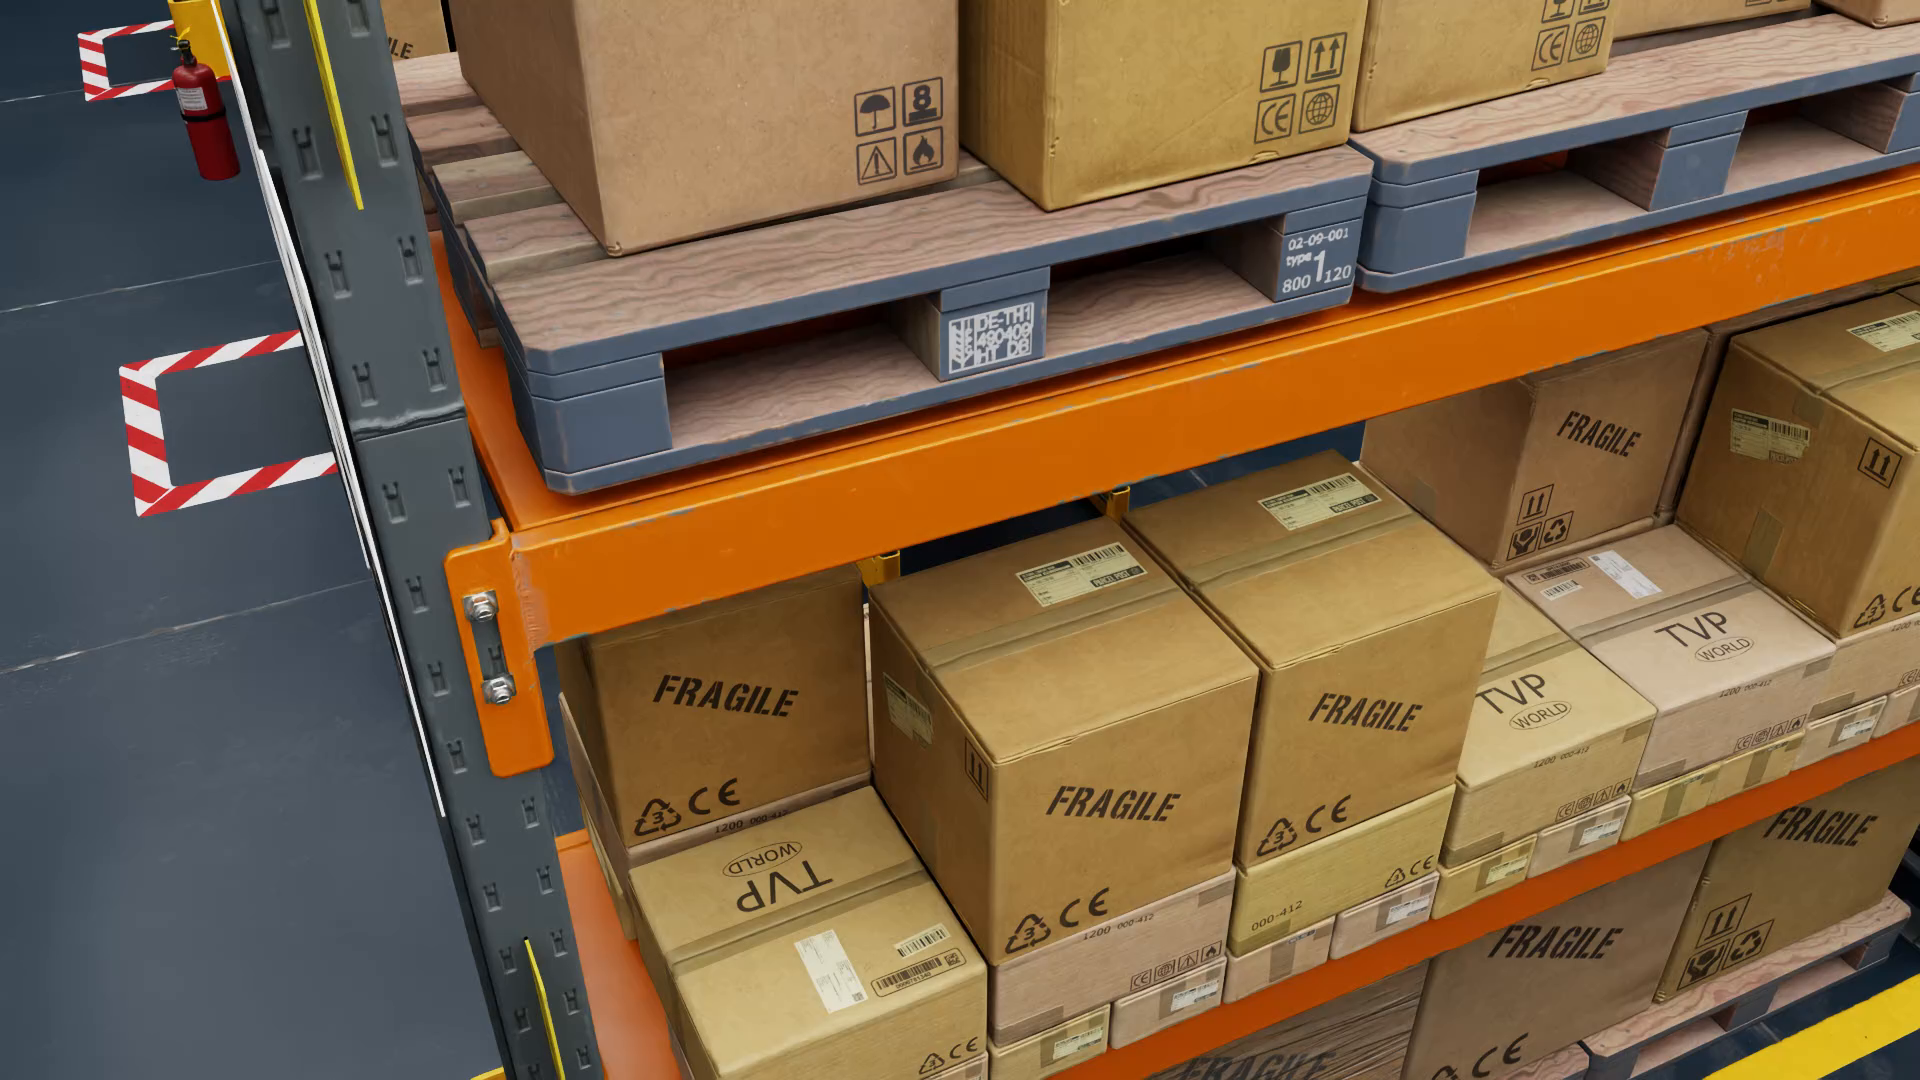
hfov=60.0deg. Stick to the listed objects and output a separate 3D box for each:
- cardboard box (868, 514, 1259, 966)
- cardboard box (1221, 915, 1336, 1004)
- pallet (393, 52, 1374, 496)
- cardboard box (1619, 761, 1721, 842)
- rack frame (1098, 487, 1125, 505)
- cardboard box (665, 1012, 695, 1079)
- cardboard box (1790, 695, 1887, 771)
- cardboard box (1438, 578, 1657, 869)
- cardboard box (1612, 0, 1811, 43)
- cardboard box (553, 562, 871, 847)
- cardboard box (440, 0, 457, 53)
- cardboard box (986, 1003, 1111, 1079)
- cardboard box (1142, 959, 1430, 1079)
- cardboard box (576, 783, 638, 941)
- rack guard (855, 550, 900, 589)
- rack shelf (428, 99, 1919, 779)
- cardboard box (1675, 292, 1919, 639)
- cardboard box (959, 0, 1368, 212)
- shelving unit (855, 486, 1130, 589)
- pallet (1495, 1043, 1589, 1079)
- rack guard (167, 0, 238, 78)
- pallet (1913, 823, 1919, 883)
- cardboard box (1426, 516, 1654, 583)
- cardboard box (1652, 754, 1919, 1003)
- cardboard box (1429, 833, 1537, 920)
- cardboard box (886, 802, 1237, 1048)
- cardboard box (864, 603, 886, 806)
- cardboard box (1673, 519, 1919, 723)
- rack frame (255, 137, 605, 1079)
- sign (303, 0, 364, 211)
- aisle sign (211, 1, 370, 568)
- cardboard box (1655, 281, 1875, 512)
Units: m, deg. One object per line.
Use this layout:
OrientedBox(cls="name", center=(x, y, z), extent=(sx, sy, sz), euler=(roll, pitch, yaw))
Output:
OrientedBox(cls="cardboard box", center=(0.168, 0.347, 3.011), extent=(0.500, 0.500, 0.500), euler=(-17, 40, -21))
OrientedBox(cls="cardboard box", center=(0.557, 0.738, 3.448), extent=(0.250, 0.149, 0.380), euler=(-16, 40, -21))
OrientedBox(cls="pallet", center=(-0.166, -0.553, 2.534), extent=(1.213, 0.211, 1.003), euler=(-16, 39, -20))
OrientedBox(cls="cardboard box", center=(1.487, 0.478, 3.799), extent=(0.250, 0.149, 0.380), euler=(-16, 40, -21))
OrientedBox(cls="rack frame", center=(0.537, -0.753, 6.506), extent=(0.032, 1.500, 0.500), euler=(-16, 39, -20))
OrientedBox(cls="cardboard box", center=(-0.372, 0.999, 3.096), extent=(0.250, 0.149, 0.380), euler=(-15, 39, -19))
OrientedBox(cls="cardboard box", center=(1.952, 0.347, 3.975), extent=(0.250, 0.149, 0.380), euler=(-15, 39, -19))
OrientedBox(cls="cardboard box", center=(1.110, 0.379, 3.597), extent=(0.500, 0.250, 0.500), euler=(-16, 40, -21))
OrientedBox(cls="cardboard box", center=(1.082, -1.236, 2.861), extent=(0.500, 0.500, 0.700), euler=(-14, 39, -18))
OrientedBox(cls="cardboard box", center=(-0.504, 0.184, 3.230), extent=(0.500, 0.500, 0.500), euler=(-15, 39, -19))
OrientedBox(cls="cardboard box", center=(-1.852, -2.164, 6.816), extent=(0.500, 0.500, 0.500), euler=(-16, 39, -20))
OrientedBox(cls="cardboard box", center=(0.091, 0.868, 3.272), extent=(0.250, 0.149, 0.380), euler=(-17, 40, -21))
OrientedBox(cls="cardboard box", center=(0.536, 1.059, 4.235), extent=(0.875, 0.875, 0.875), euler=(-16, 39, -20))
OrientedBox(cls="cardboard box", center=(-0.651, 0.643, 3.576), extent=(0.250, 0.149, 0.380), euler=(-15, 39, -19))
OrientedBox(cls="rack guard", center=(-0.382, 0.006, 6.532), extent=(0.087, 0.250, 0.587), euler=(-16, 39, -20))
OrientedBox(cls="rack shelf", center=(0.977, -0.612, 3.143), extent=(4.000, 0.370, 1.077), euler=(-16, 39, -20))
OrientedBox(cls="cardboard box", center=(2.030, -0.178, 3.719), extent=(0.500, 0.500, 0.500), euler=(-15, 39, -19))
OrientedBox(cls="cardboard box", center=(0.175, -0.882, 2.383), extent=(0.500, 0.500, 0.700), euler=(-17, 40, -22))
OrientedBox(cls="shelving unit", center=(0.069, -0.622, 6.329), extent=(1.083, 1.500, 0.587), euler=(-16, 39, -20))
OrientedBox(cls="pallet", center=(0.960, 1.379, 4.714), extent=(1.213, 0.211, 1.003), euler=(-16, 39, -20))
OrientedBox(cls="rack guard", center=(-5.066, -3.524, 11.082), extent=(0.348, 0.500, 1.175), euler=(-16, 39, -20))
OrientedBox(cls="pallet", center=(3.454, 0.681, 5.654), extent=(1.213, 0.211, 1.003), euler=(-16, 39, -20))
OrientedBox(cls="cardboard box", center=(1.332, -0.027, 4.144), extent=(0.500, 0.250, 0.500), euler=(-15, 39, -19))
OrientedBox(cls="cardboard box", center=(2.156, 0.606, 4.846), extent=(0.875, 0.875, 0.875), euler=(-16, 39, -20))
OrientedBox(cls="cardboard box", center=(1.020, 0.609, 3.622), extent=(0.250, 0.149, 0.380), euler=(-17, 40, -21))
OrientedBox(cls="cardboard box", center=(0.183, 0.640, 3.246), extent=(0.500, 0.250, 0.500), euler=(-16, 39, -20))
OrientedBox(cls="cardboard box", center=(-0.048, 0.357, 3.627), extent=(0.500, 0.250, 0.500), euler=(-16, 40, -21))
OrientedBox(cls="cardboard box", center=(2.032, 0.124, 3.941), extent=(0.500, 0.250, 0.500), euler=(-14, 39, -19))
OrientedBox(cls="rack frame", center=(-0.834, 0.810, 3.140), extent=(0.127, 3.000, 1.000), euler=(-16, 39, -20))
OrientedBox(cls="sign", center=(-0.603, -0.477, 1.557), extent=(0.005, 0.325, 0.100), euler=(-16, 39, -20))
OrientedBox(cls="aisle sign", center=(-1.026, -0.378, 2.559), extent=(0.004, 0.787, 0.394), euler=(-16, 39, -20))
OrientedBox(cls="cardboard box", center=(1.796, -0.459, 4.098), extent=(0.500, 0.500, 0.500), euler=(-16, 39, -20))
